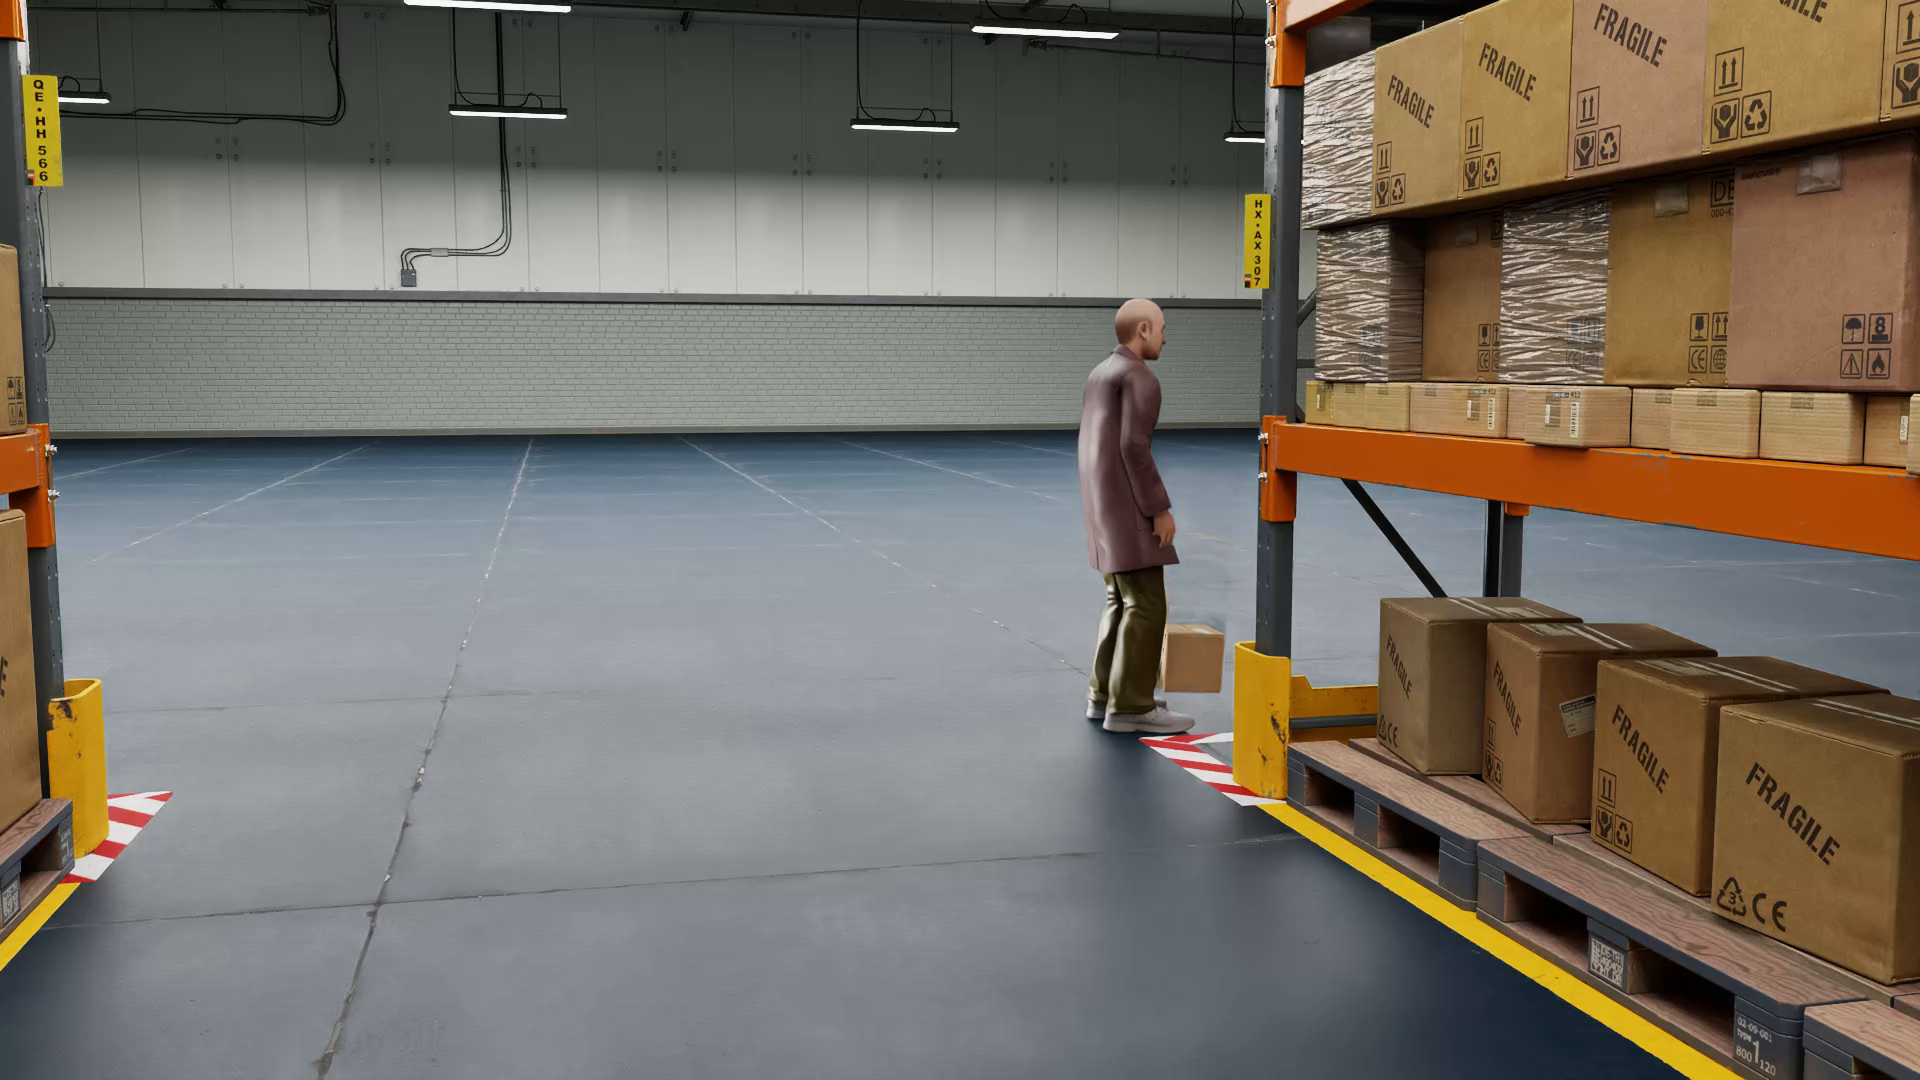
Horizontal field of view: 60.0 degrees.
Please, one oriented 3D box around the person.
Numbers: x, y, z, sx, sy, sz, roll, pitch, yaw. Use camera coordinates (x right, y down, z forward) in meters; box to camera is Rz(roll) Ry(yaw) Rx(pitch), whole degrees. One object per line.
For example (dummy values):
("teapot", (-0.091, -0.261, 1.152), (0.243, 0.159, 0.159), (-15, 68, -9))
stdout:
("person", (0.714, -0.113, 6.959), (0.423, 1.774, 0.653), (-1, 6, -12))
